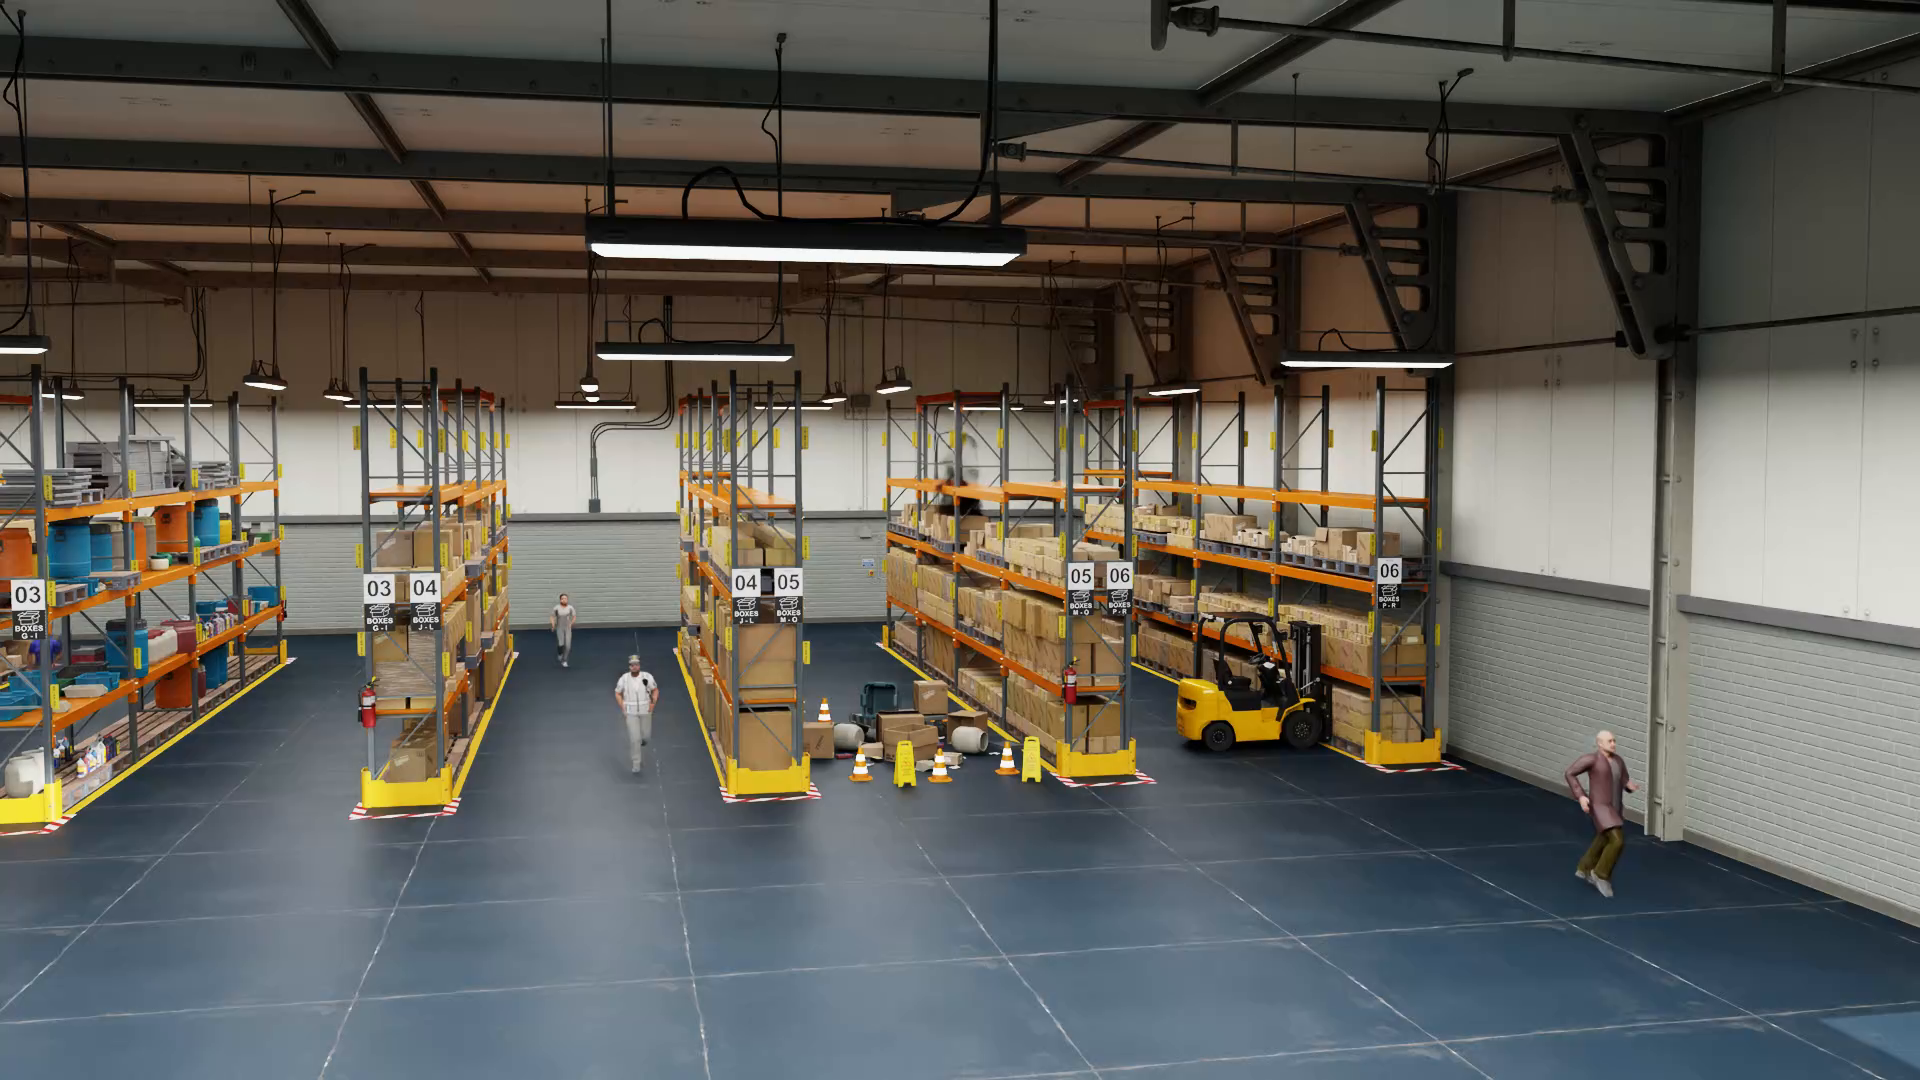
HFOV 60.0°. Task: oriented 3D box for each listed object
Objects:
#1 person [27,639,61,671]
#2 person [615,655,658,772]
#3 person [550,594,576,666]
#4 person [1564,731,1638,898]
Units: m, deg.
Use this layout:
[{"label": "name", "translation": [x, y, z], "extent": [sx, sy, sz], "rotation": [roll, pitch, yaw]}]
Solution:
[{"label": "person", "translation": [-16.887, 2.383, 30.673], "extent": [0.560, 1.607, 0.590], "rotation": [-2, 4, -25]}, {"label": "person", "translation": [-4.936, 2.625, 25.424], "extent": [0.658, 1.766, 0.614], "rotation": [-1, 4, -16]}, {"label": "person", "translation": [-8.797, 2.010, 36.913], "extent": [0.555, 1.607, 0.591], "rotation": [-1, 4, -19]}, {"label": "person", "translation": [7.148, 3.023, 18.420], "extent": [0.671, 1.823, 0.798], "rotation": [-2, 4, -33]}]
